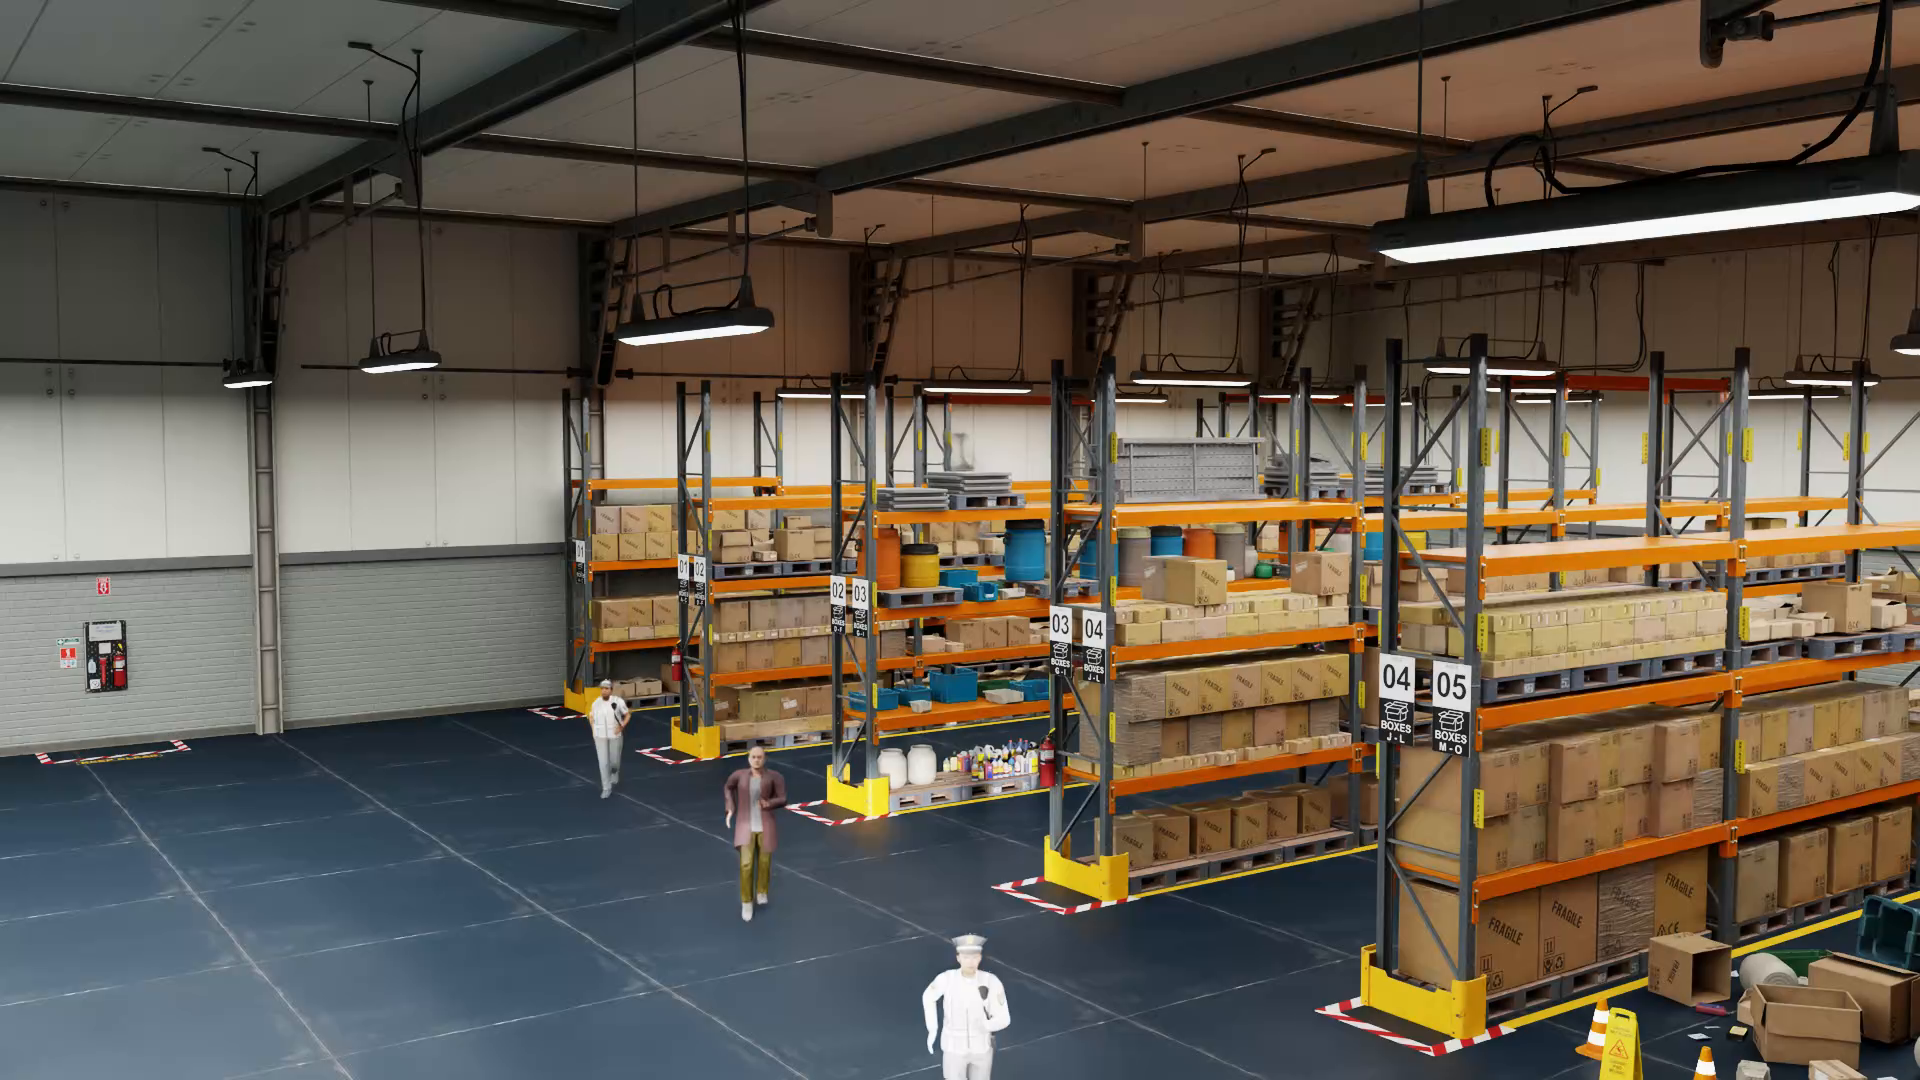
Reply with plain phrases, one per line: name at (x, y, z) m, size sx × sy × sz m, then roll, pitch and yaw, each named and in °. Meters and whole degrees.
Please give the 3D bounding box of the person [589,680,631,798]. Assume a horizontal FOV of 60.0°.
person at (-5.038, 2.830, 23.831) m, size 0.582 × 1.656 × 0.627 m, roll 0°, pitch 4°, yaw -3°

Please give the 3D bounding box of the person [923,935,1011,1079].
person at (0.051, 3.579, 11.520) m, size 0.578 × 1.752 × 0.734 m, roll 0°, pitch 4°, yaw -6°

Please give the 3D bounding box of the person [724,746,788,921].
person at (-2.191, 3.135, 17.880) m, size 0.674 × 1.843 × 0.820 m, roll -1°, pitch 4°, yaw -9°
